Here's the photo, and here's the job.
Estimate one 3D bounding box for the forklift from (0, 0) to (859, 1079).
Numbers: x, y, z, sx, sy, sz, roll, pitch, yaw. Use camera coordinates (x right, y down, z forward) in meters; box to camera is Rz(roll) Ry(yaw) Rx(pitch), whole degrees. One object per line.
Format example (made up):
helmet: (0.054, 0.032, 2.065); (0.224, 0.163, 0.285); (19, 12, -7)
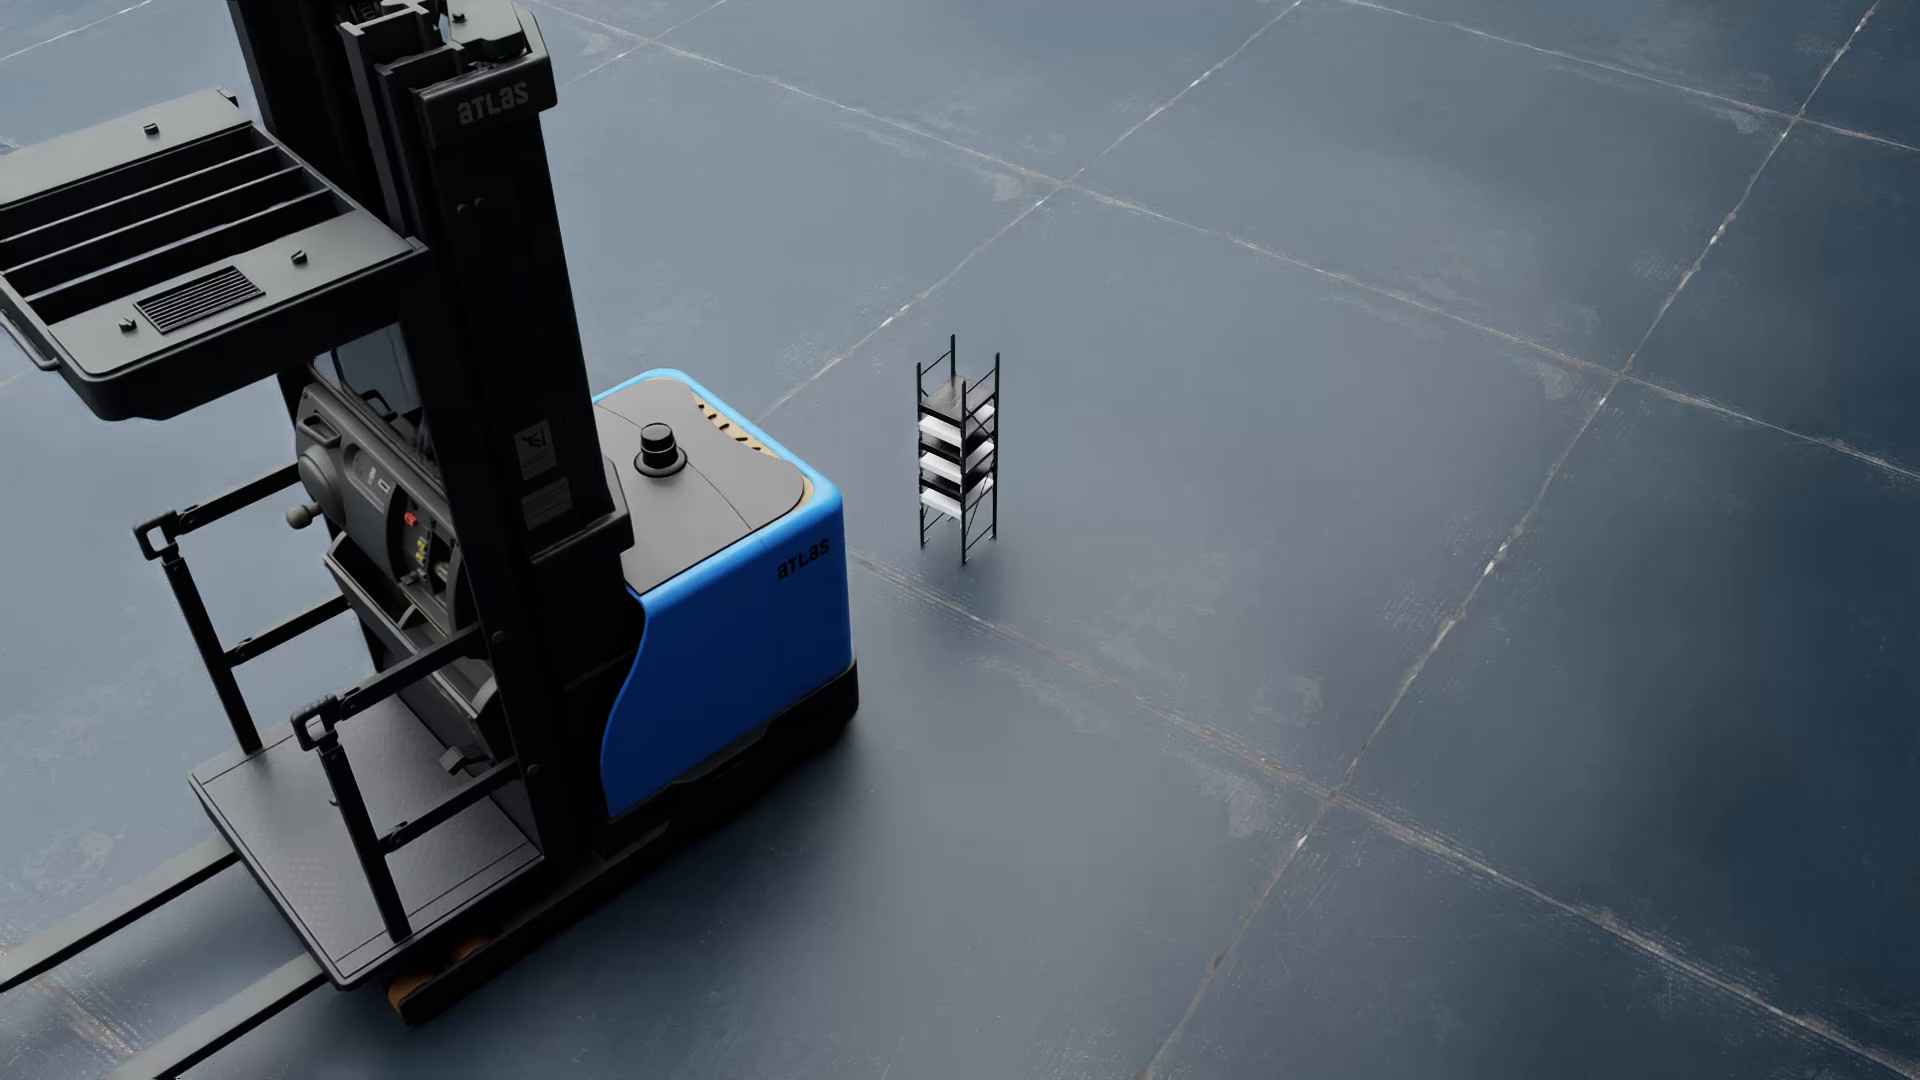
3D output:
forklift: (-1.789, -0.020, 4.574); (3.031, 2.935, 1.130); (-32, 51, -30)

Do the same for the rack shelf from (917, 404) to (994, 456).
rack shelf: (-0.007, -0.448, 6.356); (0.200, 0.077, 0.258); (25, 48, 25)

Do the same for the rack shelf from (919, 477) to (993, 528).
rack shelf: (-0.007, -0.179, 6.596); (0.200, 0.077, 0.258); (25, 48, 25)

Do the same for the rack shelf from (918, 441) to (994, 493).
rack shelf: (-0.007, -0.314, 6.476); (0.200, 0.077, 0.258); (25, 48, 25)

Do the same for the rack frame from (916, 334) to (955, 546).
rack frame: (-0.090, -0.377, 6.497); (0.006, 0.900, 0.240); (25, 48, 25)

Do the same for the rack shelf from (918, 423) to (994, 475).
rack shelf: (-0.007, -0.381, 6.416); (0.200, 0.077, 0.258); (25, 48, 25)

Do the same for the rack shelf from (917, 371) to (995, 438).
rack shelf: (-0.007, -0.515, 6.296); (0.200, 0.077, 0.258); (25, 48, 25)

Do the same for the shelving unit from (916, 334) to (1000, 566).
shelving unit: (-0.007, -0.338, 6.453); (0.210, 0.900, 0.258); (25, 48, 25)

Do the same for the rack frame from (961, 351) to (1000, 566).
rack frame: (0.077, -0.300, 6.410); (0.006, 0.900, 0.240); (25, 48, 25)

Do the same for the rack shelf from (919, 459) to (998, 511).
rack shelf: (-0.007, -0.247, 6.536); (0.200, 0.077, 0.258); (25, 48, 25)
